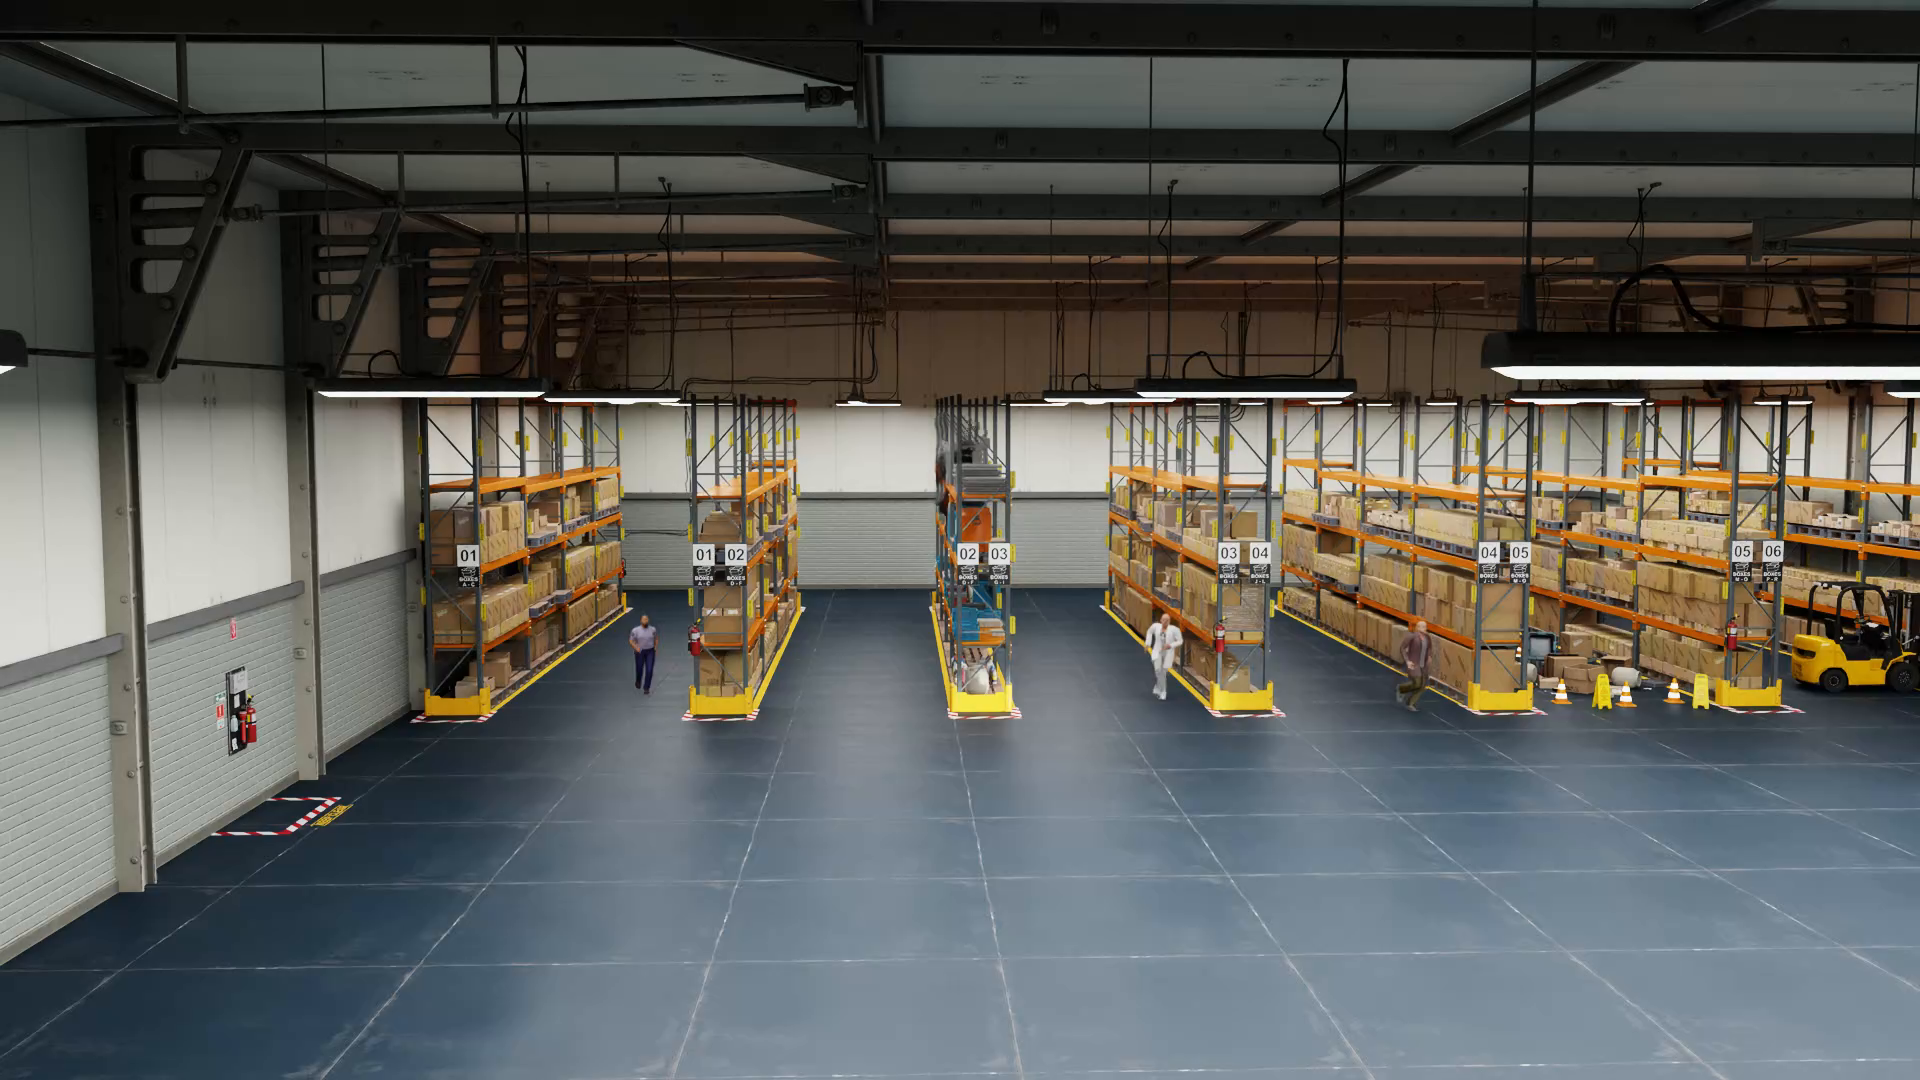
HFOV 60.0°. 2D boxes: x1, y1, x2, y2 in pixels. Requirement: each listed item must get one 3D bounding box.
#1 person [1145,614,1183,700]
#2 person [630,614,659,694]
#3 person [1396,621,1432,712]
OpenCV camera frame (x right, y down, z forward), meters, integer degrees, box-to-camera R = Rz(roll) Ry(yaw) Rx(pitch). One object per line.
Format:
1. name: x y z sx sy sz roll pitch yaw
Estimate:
1. person: 4.052 2.282 33.079 0.753 1.714 0.878 1 5 6
2. person: -6.343 2.290 33.487 0.595 1.601 0.561 -2 5 -19
3. person: 8.715 2.389 31.666 0.697 1.720 0.585 -2 5 -27
